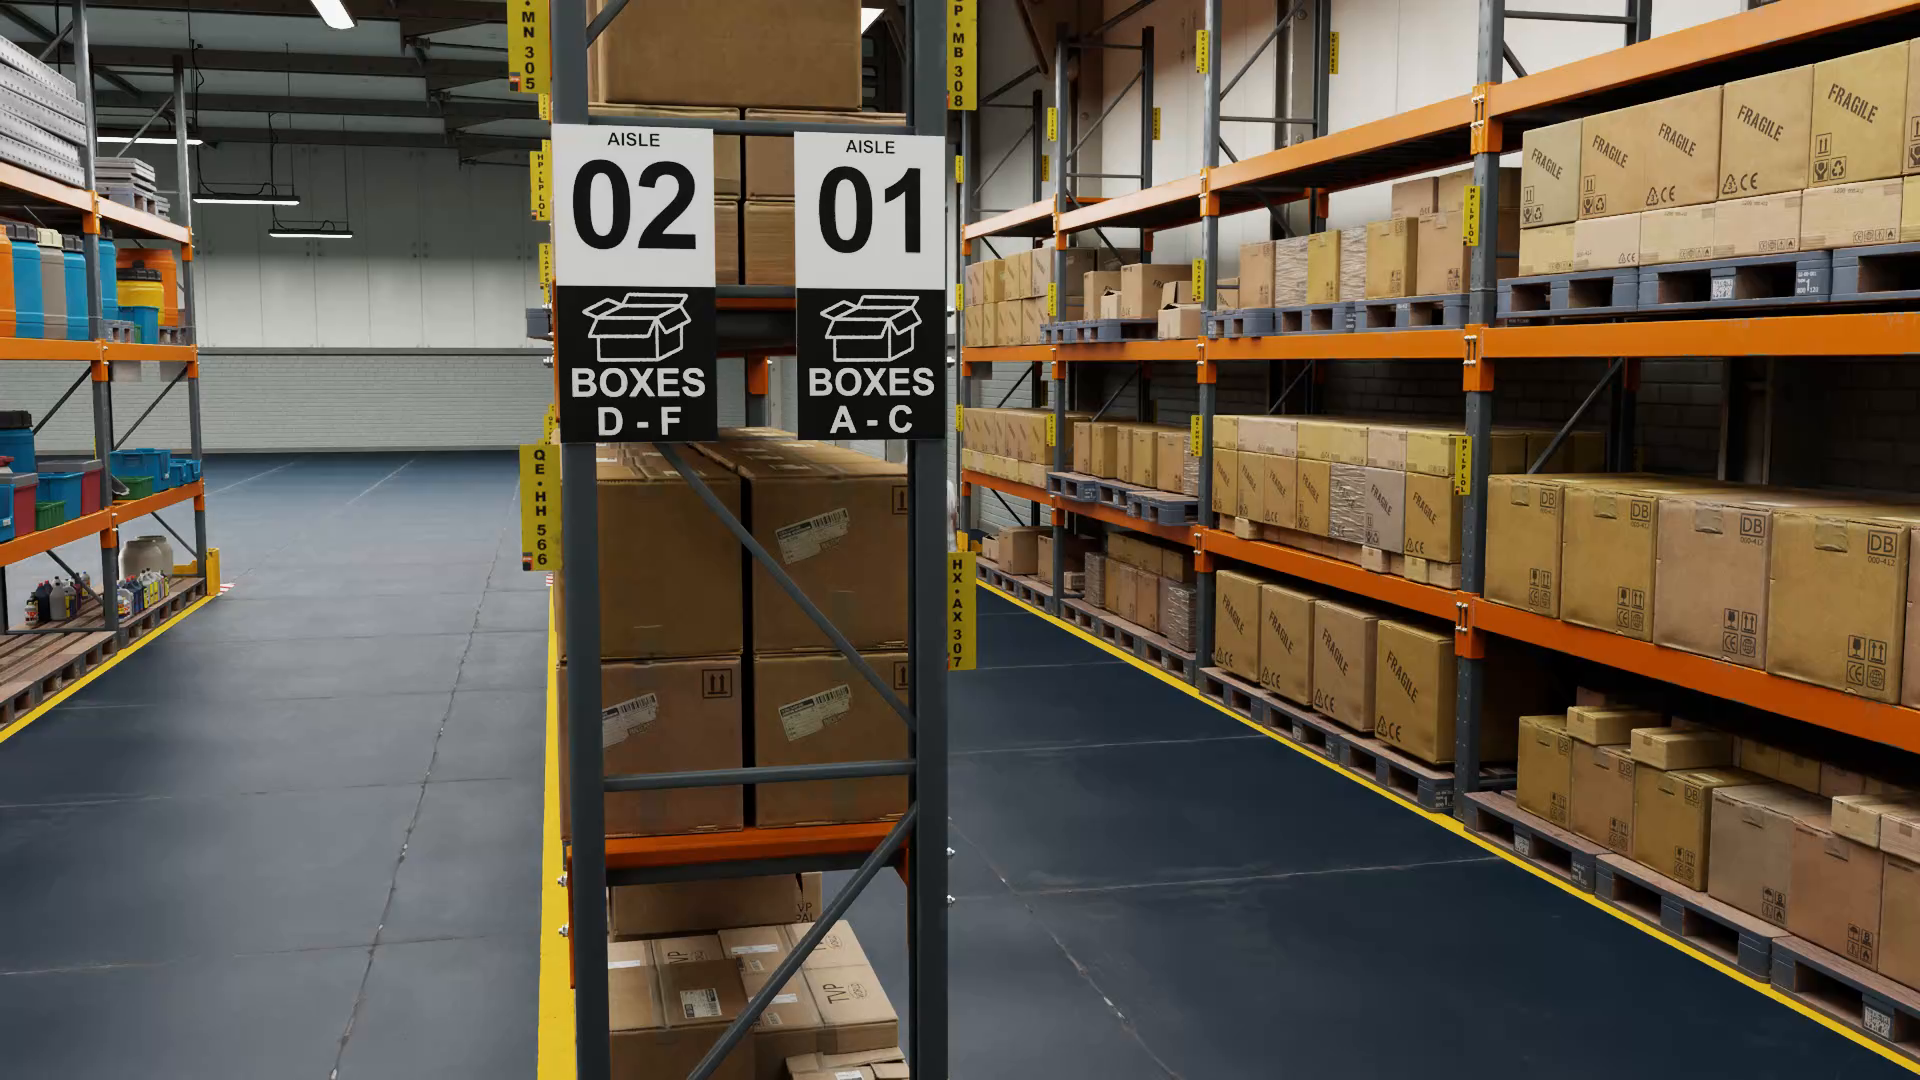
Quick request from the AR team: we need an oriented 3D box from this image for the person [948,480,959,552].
[{"bbox_3d":[-0.225,0.066,15.759,0.565,1.835,0.667,-3,7,-27],"label":"person"}]
